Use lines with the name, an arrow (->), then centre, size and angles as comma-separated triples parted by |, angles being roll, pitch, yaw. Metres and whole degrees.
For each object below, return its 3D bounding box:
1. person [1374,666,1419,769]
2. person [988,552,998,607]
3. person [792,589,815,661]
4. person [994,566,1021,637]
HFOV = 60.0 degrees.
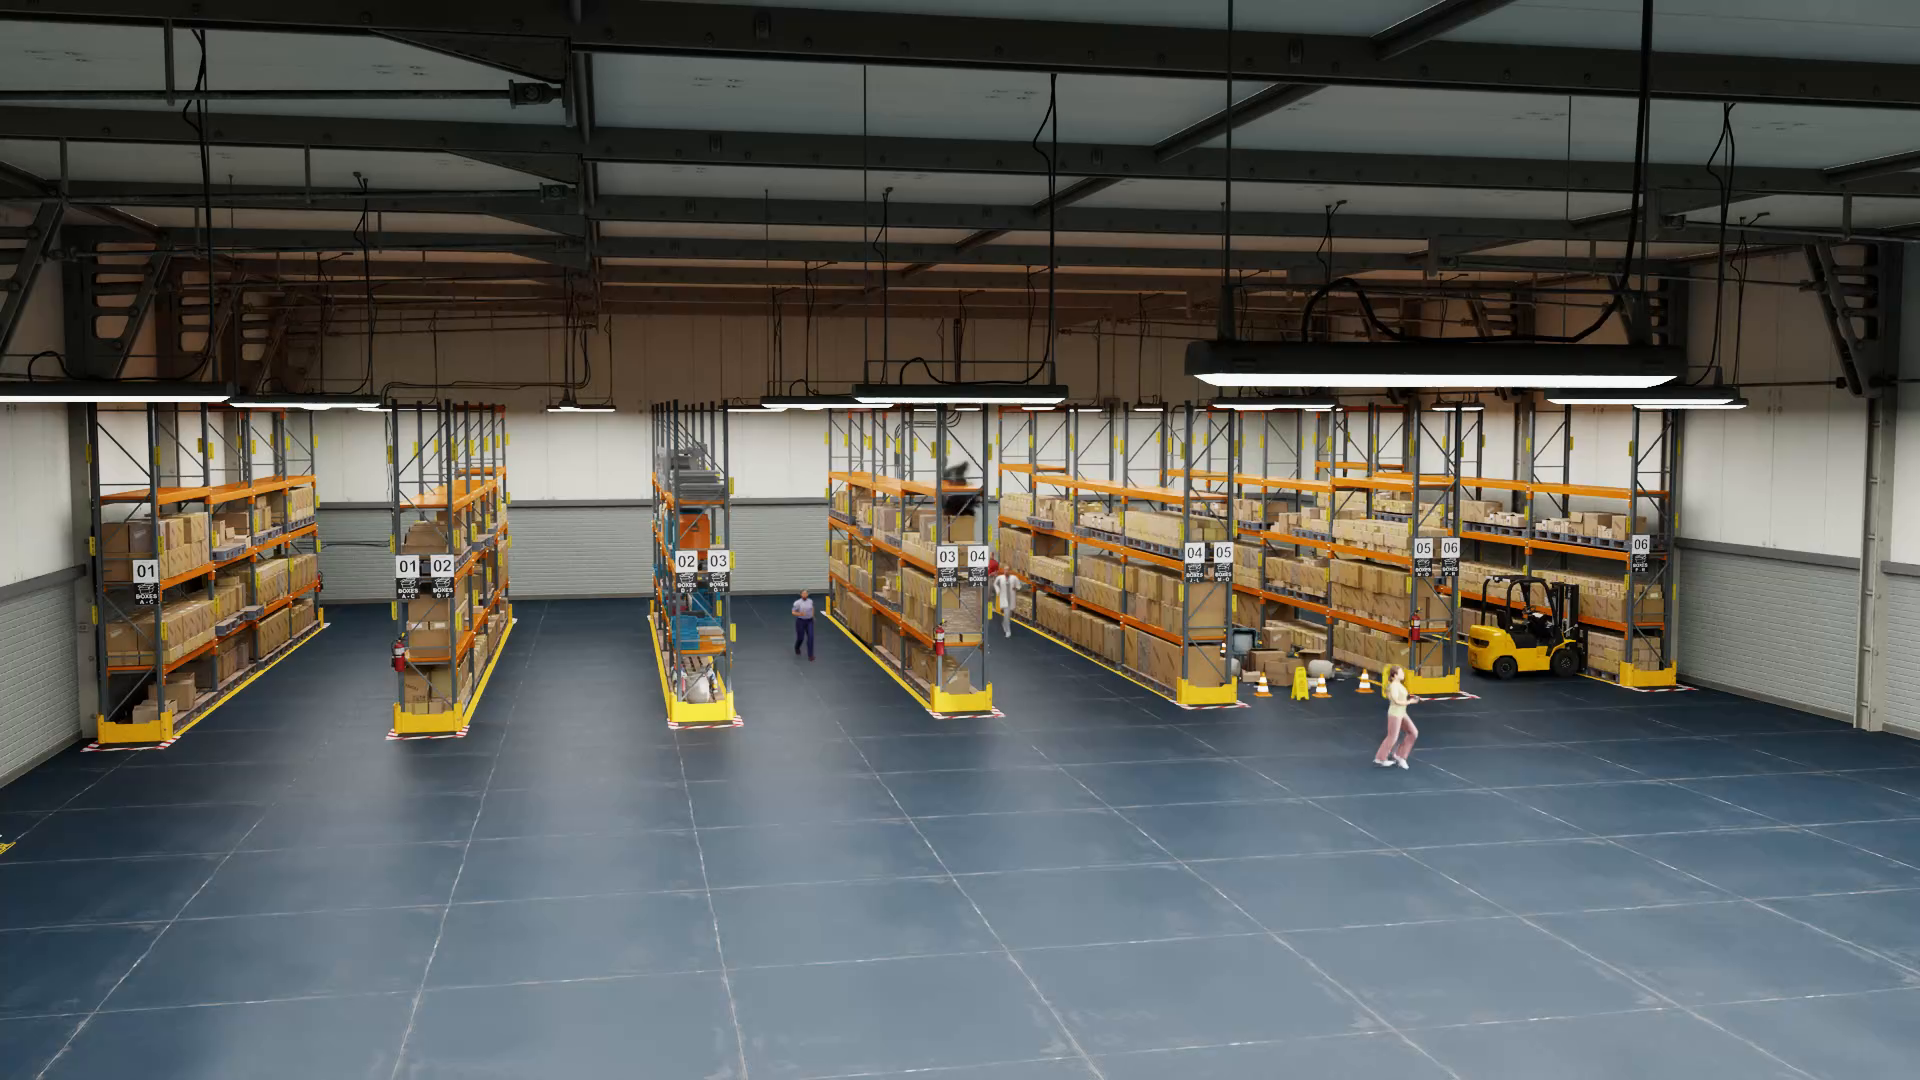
person -> 7.060, 2.870, 26.863 | 0.693, 1.684, 0.545 | 2, 5, 29
person -> 0.882, 1.175, 49.405 | 0.566, 1.675, 0.648 | -3, 5, -38
person -> -3.633, 1.964, 38.832 | 0.606, 1.648, 0.924 | -2, 5, -24
person -> 1.249, 1.571, 43.280 | 0.686, 1.804, 0.987 | -1, 4, -10
